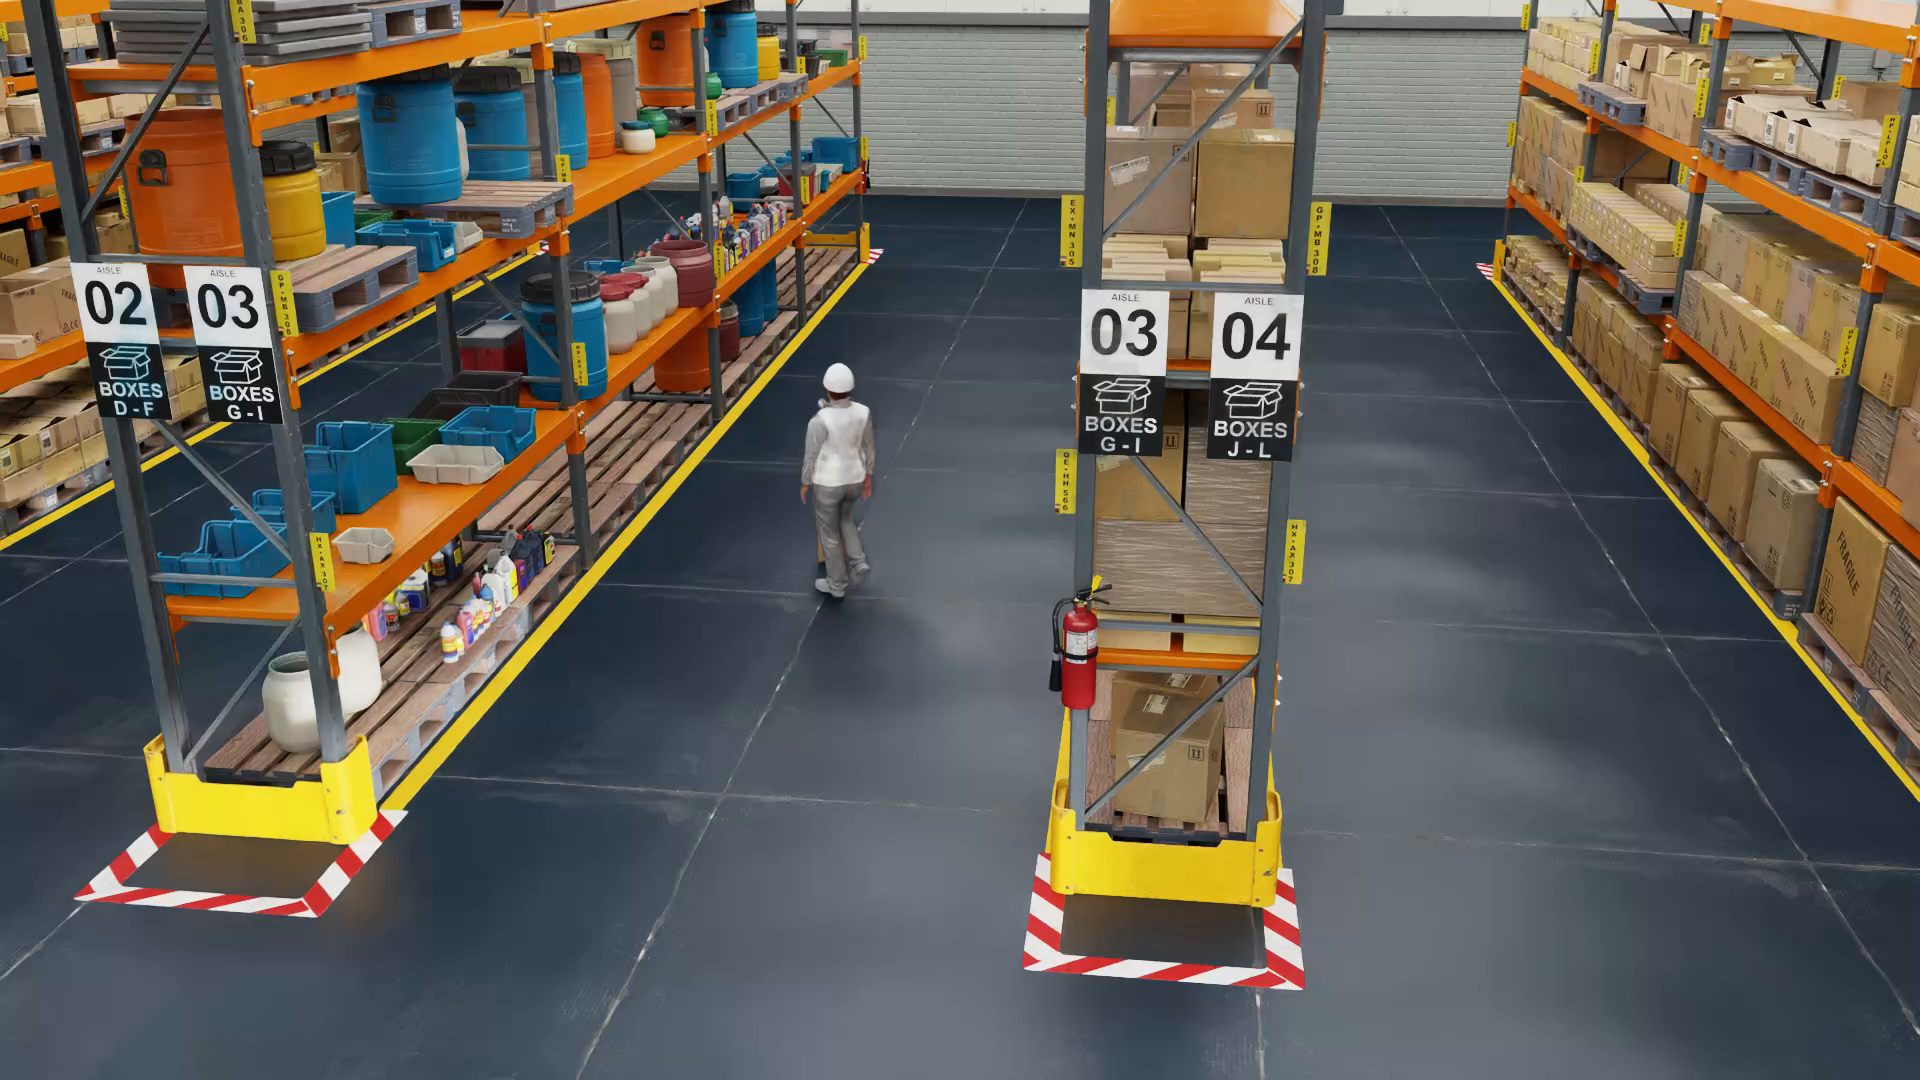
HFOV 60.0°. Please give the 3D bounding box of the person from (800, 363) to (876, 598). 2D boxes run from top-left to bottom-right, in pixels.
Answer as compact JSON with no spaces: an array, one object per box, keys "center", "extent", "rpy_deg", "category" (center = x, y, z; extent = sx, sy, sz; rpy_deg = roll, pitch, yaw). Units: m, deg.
[{"center":[-0.916,-0.446,12.161],"extent":[0.551,1.768,0.462],"rpy_deg":[-18,27,-39],"category":"person"}]
